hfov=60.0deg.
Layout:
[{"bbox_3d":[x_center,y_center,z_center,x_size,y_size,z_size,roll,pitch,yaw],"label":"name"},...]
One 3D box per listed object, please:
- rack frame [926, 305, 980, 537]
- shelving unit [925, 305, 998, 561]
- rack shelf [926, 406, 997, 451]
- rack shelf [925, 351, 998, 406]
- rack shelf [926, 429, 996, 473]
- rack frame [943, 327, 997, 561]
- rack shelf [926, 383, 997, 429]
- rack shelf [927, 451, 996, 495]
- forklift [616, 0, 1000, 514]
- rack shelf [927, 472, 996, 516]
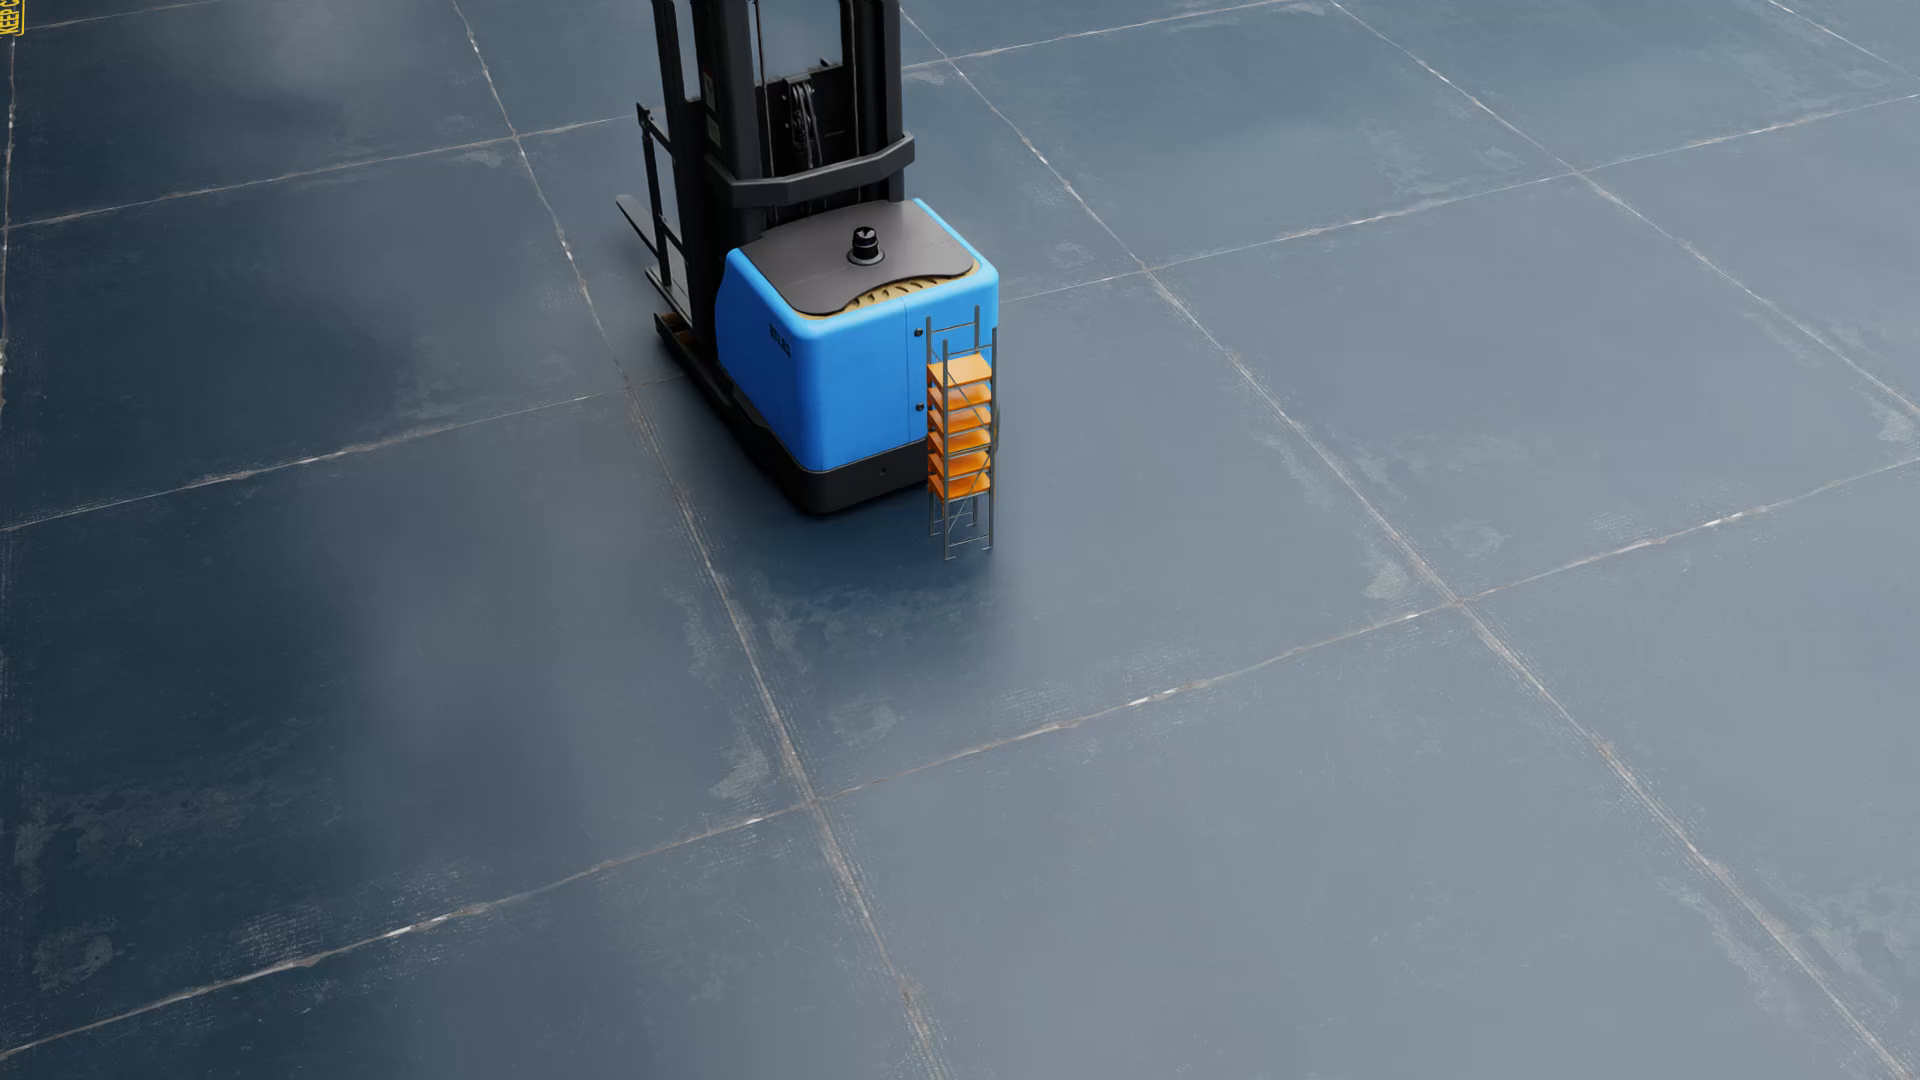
[{"bbox_3d":[-0.029,-0.501,7.331,0.240,1.200,0.006,-15,43,-17],"label":"rack frame"},{"bbox_3d":[0.006,-0.446,7.267,0.258,1.200,0.189,-15,43,-17],"label":"shelving unit"},{"bbox_3d":[0.006,-0.504,7.218,0.258,0.103,0.180,-15,43,-17],"label":"rack shelf"},{"bbox_3d":[0.006,-0.685,7.062,0.258,0.103,0.180,-15,43,-17],"label":"rack shelf"},{"bbox_3d":[0.006,-0.413,7.296,0.258,0.103,0.180,-15,43,-17],"label":"rack shelf"},{"bbox_3d":[0.041,-0.391,7.203,0.240,1.200,0.006,-15,43,-17],"label":"rack frame"},{"bbox_3d":[0.006,-0.594,7.140,0.258,0.103,0.180,-15,43,-17],"label":"rack shelf"},{"bbox_3d":[0.006,-0.322,7.374,0.258,0.103,0.180,-15,43,-17],"label":"rack shelf"},{"bbox_3d":[-0.968,-2.182,7.958,1.130,2.935,3.031,-20,45,-22],"label":"forklift"},{"bbox_3d":[0.006,-0.231,7.453,0.258,0.103,0.180,-15,43,-17],"label":"rack shelf"}]
